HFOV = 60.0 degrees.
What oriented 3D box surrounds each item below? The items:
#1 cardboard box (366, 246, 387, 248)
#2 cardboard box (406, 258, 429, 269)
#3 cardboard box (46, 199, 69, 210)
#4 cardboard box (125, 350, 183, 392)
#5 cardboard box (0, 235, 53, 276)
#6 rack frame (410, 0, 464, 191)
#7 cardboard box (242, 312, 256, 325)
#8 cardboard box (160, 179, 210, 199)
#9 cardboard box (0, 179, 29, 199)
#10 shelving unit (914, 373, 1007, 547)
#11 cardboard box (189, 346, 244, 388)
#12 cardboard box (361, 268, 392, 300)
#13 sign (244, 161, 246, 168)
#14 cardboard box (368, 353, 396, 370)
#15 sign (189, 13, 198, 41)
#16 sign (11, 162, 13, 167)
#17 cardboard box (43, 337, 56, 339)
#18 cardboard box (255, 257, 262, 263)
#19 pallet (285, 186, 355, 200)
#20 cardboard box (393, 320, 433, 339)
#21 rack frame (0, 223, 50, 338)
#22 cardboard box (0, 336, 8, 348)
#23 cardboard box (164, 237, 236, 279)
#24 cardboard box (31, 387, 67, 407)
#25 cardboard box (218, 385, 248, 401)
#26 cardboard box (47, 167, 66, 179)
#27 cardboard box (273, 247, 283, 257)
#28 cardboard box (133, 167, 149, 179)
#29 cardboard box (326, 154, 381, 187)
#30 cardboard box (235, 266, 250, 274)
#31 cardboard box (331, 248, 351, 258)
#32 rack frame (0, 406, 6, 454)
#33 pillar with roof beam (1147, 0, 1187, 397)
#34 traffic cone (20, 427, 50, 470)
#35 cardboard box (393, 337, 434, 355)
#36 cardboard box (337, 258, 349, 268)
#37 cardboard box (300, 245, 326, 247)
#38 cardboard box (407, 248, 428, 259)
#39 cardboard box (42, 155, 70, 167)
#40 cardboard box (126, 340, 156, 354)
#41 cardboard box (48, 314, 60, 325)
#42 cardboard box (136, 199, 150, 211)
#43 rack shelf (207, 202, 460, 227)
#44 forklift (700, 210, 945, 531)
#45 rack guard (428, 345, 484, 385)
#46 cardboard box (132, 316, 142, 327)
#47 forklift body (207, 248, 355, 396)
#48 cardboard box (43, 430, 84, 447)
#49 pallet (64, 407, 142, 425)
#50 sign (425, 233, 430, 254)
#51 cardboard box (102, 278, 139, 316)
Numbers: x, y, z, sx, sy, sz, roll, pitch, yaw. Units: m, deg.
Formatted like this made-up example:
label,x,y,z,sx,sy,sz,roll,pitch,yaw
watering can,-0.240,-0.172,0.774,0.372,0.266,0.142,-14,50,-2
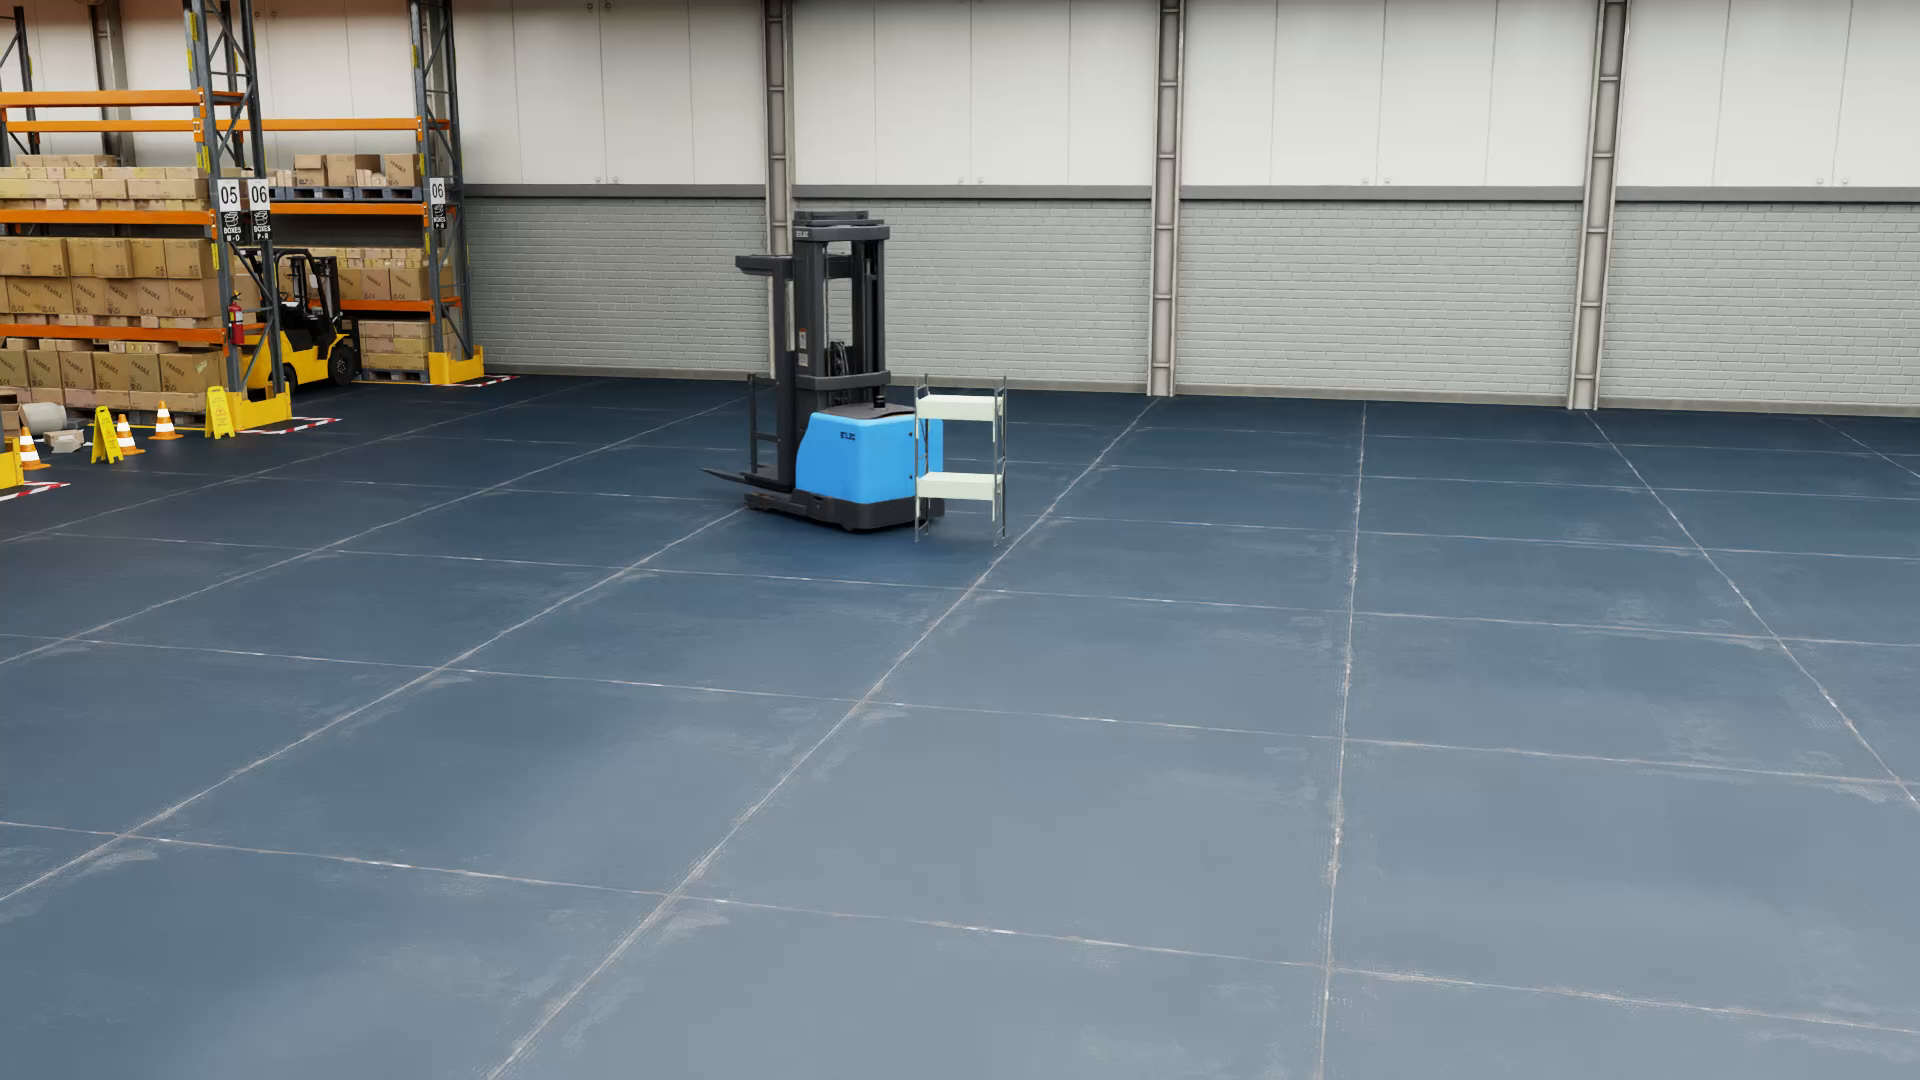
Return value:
label,x,y,z,sx,sy,sz,roll,pitch,yaw
cardboard box,-9.431,-4.683,27.002,0.250,0.149,0.380,3,13,15
cardboard box,-8.556,-4.379,26.318,0.250,0.149,0.380,3,13,14
cardboard box,-11.747,-4.407,21.826,0.250,0.149,0.380,3,13,12
cardboard box,-10.686,-2.252,22.108,0.500,0.500,0.500,4,13,16
cardboard box,-12.355,-3.801,22.213,0.500,0.500,0.700,3,13,14
rack frame,-8.152,-6.983,25.934,0.127,3.000,1.000,3,13,14
cardboard box,-9.618,-2.949,22.181,0.250,0.149,0.380,3,13,14
cardboard box,-9.899,-4.517,21.401,0.500,0.250,0.500,3,13,13
cardboard box,-12.357,-4.649,21.998,0.500,0.250,0.500,3,13,13
shelving unit,0.006,-0.732,15.070,0.755,1.500,0.431,3,13,14
cardboard box,-10.078,-2.340,22.505,0.500,0.500,0.500,3,13,12
cardboard box,-9.194,-4.103,26.569,0.500,0.500,0.500,3,13,15
sign,-11.904,-6.134,27.656,0.005,0.325,0.100,3,13,14
cardboard box,-9.165,-2.903,26.771,0.500,0.250,0.500,3,13,14
sign,-9.490,-6.357,20.588,0.005,0.325,0.100,3,13,14
sign,-13.099,-5.049,22.949,0.005,0.325,0.100,3,13,14
cardboard box,-15.317,-3.480,28.507,0.625,0.625,0.875,3,13,15
cardboard box,-11.278,-4.535,27.020,0.250,0.149,0.380,3,13,13
pallet,-10.021,-5.581,26.741,1.213,0.211,1.003,3,13,14
cardboard box,-8.674,-3.364,26.539,0.500,0.250,0.500,4,13,15
rack frame,-15.919,-4.470,28.455,0.127,3.000,1.000,3,13,14
cardboard box,-16.381,-3.431,28.575,0.500,0.500,0.500,3,13,15
cardboard box,-9.886,-3.673,21.639,0.500,0.500,0.700,3,13,12
cardboard box,-12.192,-1.968,22.558,0.500,0.250,0.500,4,13,17
cardboard box,-10.055,-1.973,22.581,0.500,0.250,0.500,3,13,13
cardboard box,-11.716,-4.808,21.794,0.250,0.149,0.380,3,13,13
cardboard box,-11.047,-4.653,26.866,0.250,0.149,0.380,3,13,15
cardboard box,-10.464,-4.752,21.540,0.250,0.149,0.380,3,13,14
cardboard box,-9.611,-5.867,26.398,0.500,0.500,0.700,3,13,14
cardboard box,-11.667,-4.233,27.157,0.500,0.500,0.500,3,13,12
cardboard box,-9.814,-4.585,26.558,0.250,0.149,0.380,3,13,15
rack frame,-10.426,-1.964,17.162,0.127,3.000,1.000,3,13,14
pillar with roof beam,2.007,-5.681,20.063,0.400,9.000,9.100,3,13,14
traffic cone,-10.601,-1.052,18.907,0.334,0.463,0.336,3,13,14
cardboard box,-8.700,-3.121,26.599,0.500,0.250,0.500,3,13,13
cardboard box,-9.807,-4.441,26.595,0.250,0.149,0.380,3,13,14
cardboard box,-10.654,-4.770,27.391,0.250,0.149,0.380,3,13,13
cardboard box,-8.550,-4.540,26.354,0.250,0.149,0.380,3,13,14
cardboard box,-14.760,-6.143,27.639,0.500,0.500,0.700,3,13,12
cardboard box,-10.794,-2.561,22.003,0.250,0.149,0.380,3,13,14
cardboard box,-11.971,-2.975,22.296,0.250,0.149,0.380,3,13,13
cardboard box,-10.480,-4.366,21.642,0.250,0.149,0.380,3,13,14
rack shelf,-10.094,-5.272,26.804,4.000,0.370,1.077,3,13,14
forklift,-1.501,-1.771,16.450,1.130,2.935,3.031,-11,17,-40
rack guard,-8.129,-2.833,26.848,0.348,0.500,1.175,3,13,14
cardboard box,-10.741,-2.920,22.049,0.250,0.149,0.380,3,13,14
forklift body,-10.430,-3.355,25.390,1.214,2.155,2.313,3,13,14
cardboard box,-11.094,-1.262,20.578,0.250,0.149,0.380,12,17,43
pallet,-11.373,-1.766,22.708,1.213,0.211,1.003,3,13,14
sign,-8.296,-4.622,25.921,0.005,0.325,0.100,3,13,14
cardboard box,-10.901,-3.228,21.942,0.500,0.500,0.500,3,13,13
